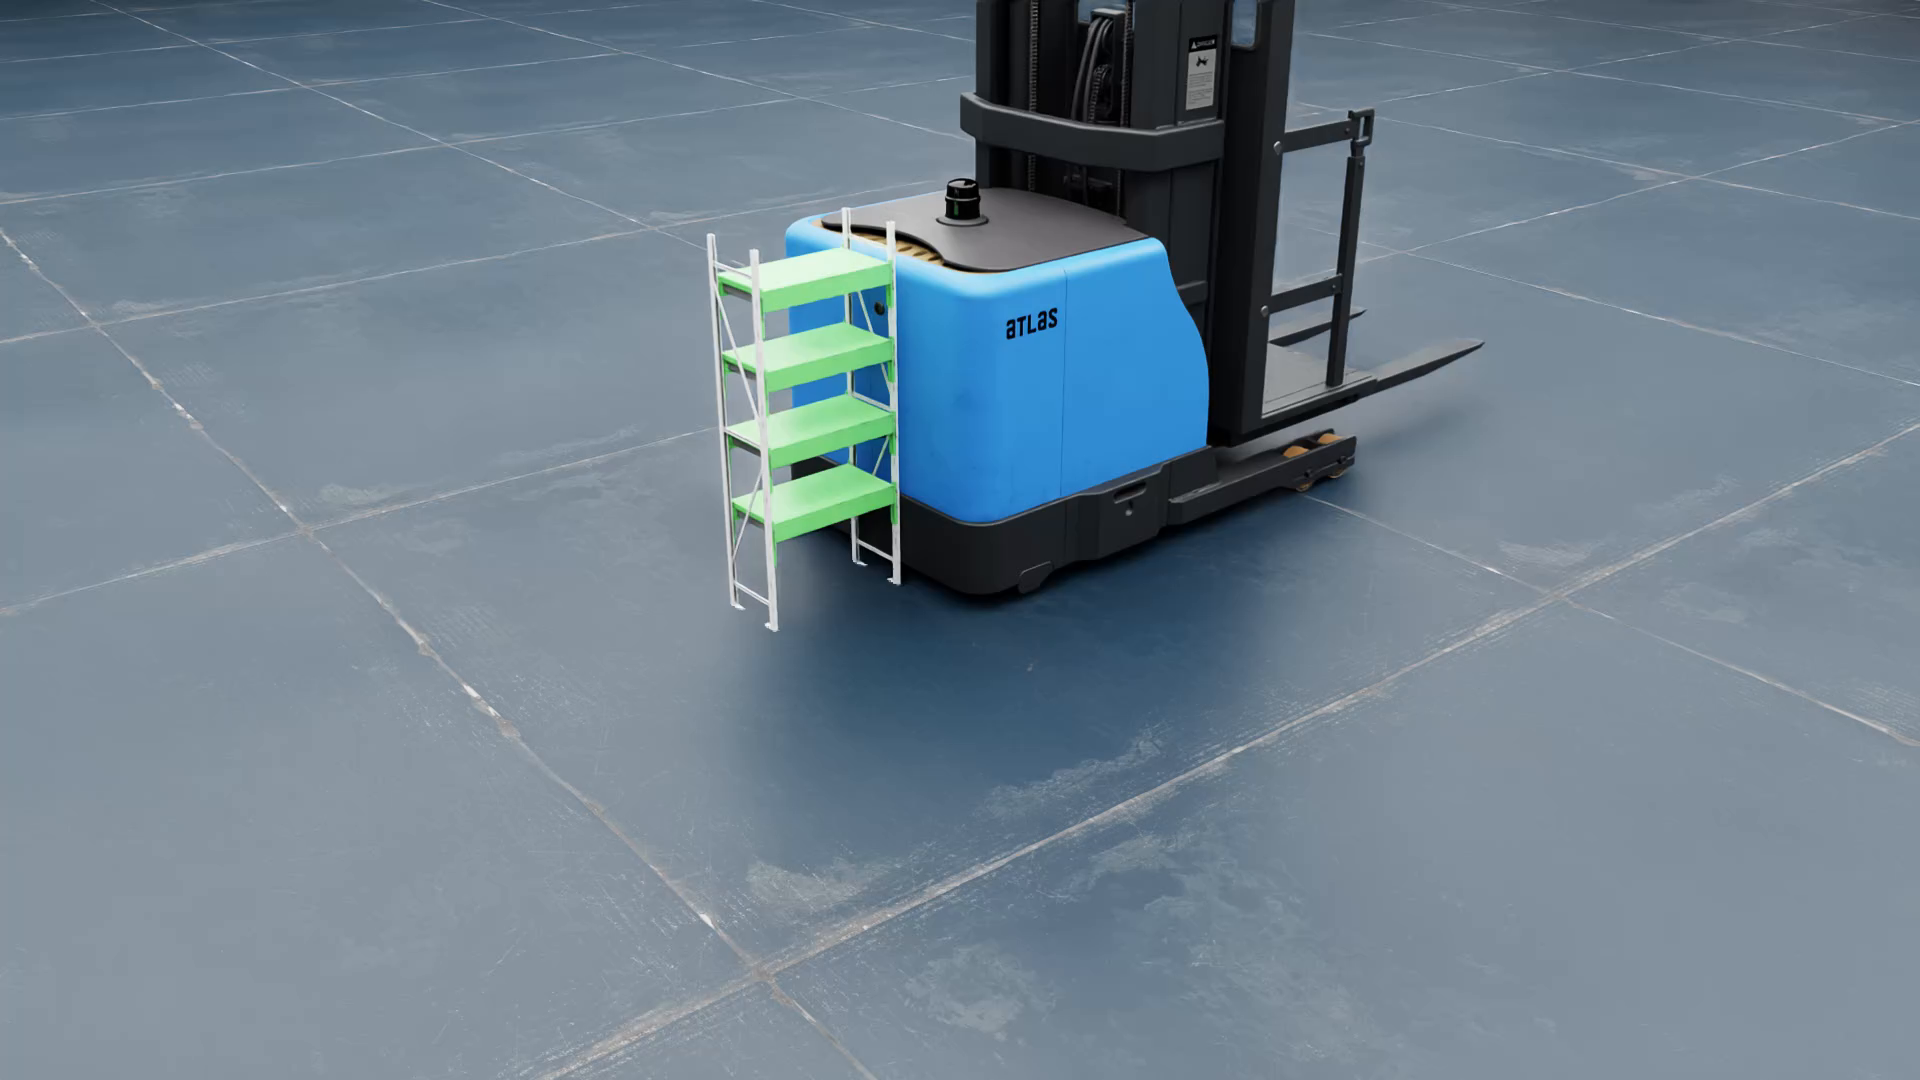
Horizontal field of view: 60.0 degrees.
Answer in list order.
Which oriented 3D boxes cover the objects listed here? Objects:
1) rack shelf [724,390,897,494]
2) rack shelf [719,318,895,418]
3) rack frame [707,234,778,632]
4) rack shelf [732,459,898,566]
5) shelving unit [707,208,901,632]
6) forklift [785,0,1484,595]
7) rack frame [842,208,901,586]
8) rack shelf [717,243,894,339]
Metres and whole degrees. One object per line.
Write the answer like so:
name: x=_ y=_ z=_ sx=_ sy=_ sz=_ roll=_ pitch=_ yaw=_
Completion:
rack shelf: x=-0.462 y=-0.309 z=5.143 sx=0.480 sy=0.148 sz=0.258 roll=-20 pitch=32 yaw=-36
rack shelf: x=-0.462 y=-0.527 z=5.042 sx=0.480 sy=0.148 sz=0.258 roll=-20 pitch=32 yaw=-36
rack frame: x=-0.647 y=-0.300 z=4.971 sx=0.015 sy=1.200 sz=0.240 roll=-20 pitch=32 yaw=-36
rack shelf: x=-0.462 y=-0.092 z=5.244 sx=0.480 sy=0.148 sz=0.258 roll=-20 pitch=32 yaw=-36
shelving unit: x=-0.462 y=-0.367 z=5.116 sx=0.503 sy=1.200 sz=0.258 roll=-20 pitch=32 yaw=-36
forklift: x=0.854 y=-1.657 z=5.839 sx=3.031 sy=2.935 sz=1.130 roll=-20 pitch=32 yaw=-36
rack frame: x=-0.277 y=-0.434 z=5.260 sx=0.015 sy=1.200 sz=0.240 roll=-20 pitch=32 yaw=-36
rack shelf: x=-0.462 y=-0.745 z=4.941 sx=0.480 sy=0.148 sz=0.258 roll=-20 pitch=32 yaw=-36
